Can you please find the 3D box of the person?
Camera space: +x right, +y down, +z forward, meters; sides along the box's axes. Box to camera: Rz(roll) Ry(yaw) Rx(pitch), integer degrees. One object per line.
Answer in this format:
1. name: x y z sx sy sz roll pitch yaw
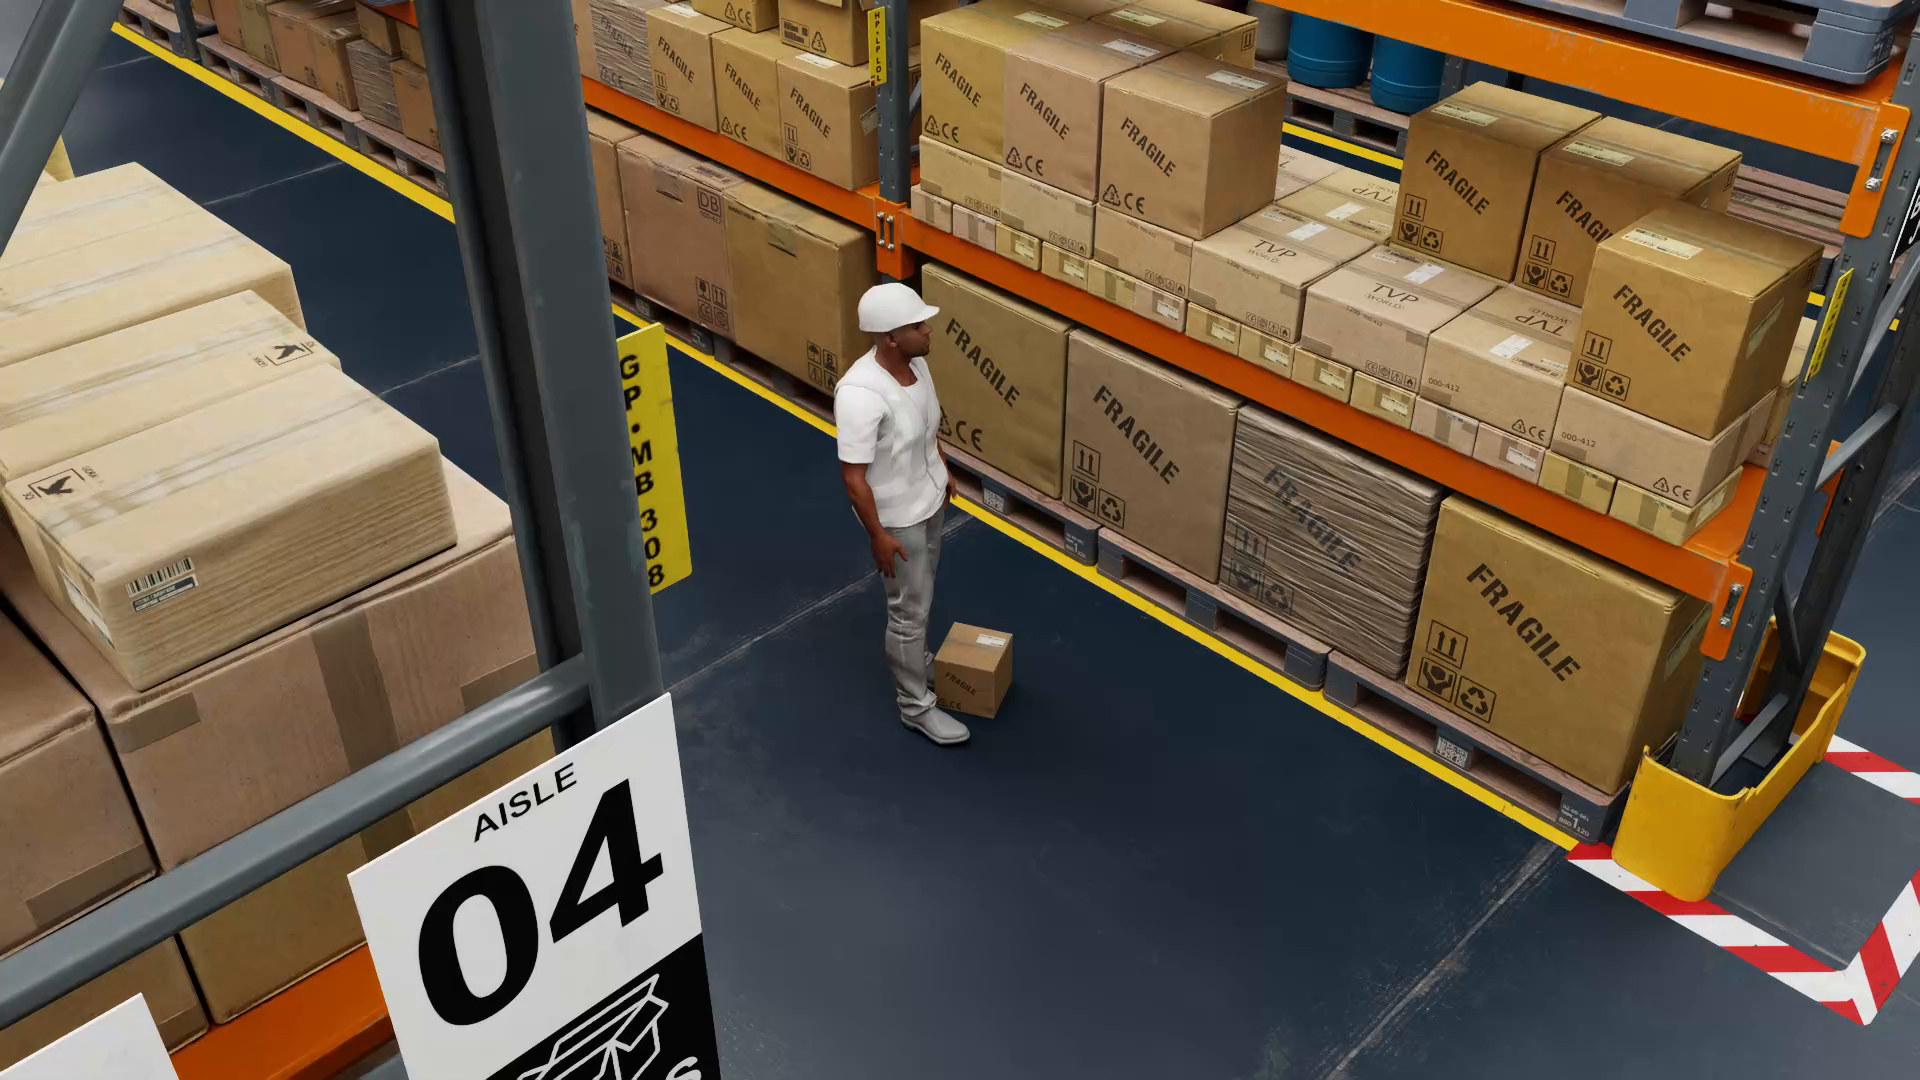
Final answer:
1. person: -0.143 -0.125 6.286 0.576 1.767 0.665 12 37 17
